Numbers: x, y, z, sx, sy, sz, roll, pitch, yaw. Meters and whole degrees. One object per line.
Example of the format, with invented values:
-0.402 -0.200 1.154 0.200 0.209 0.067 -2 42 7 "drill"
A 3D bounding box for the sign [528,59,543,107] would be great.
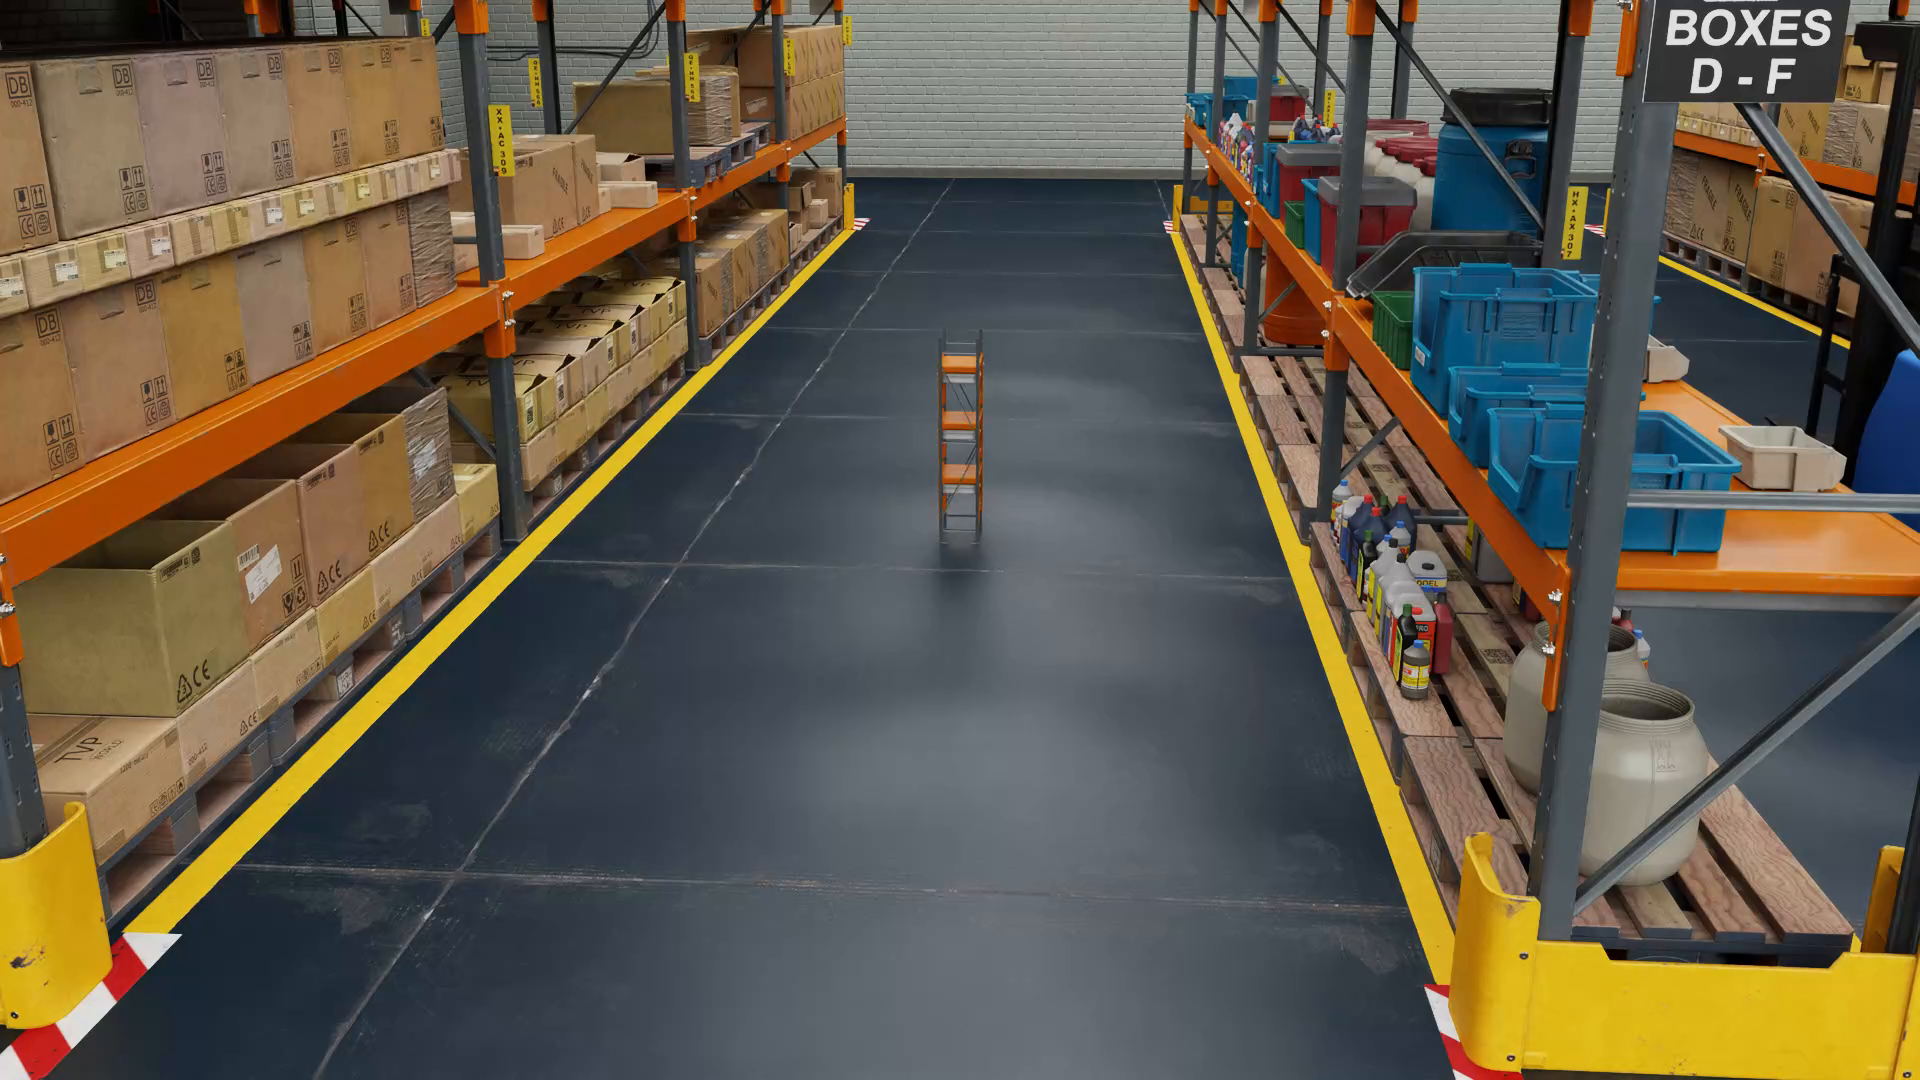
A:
-2.959 -3.199 11.637 0.100 0.325 0.005 1 18 4 "sign"

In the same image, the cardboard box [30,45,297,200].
-2.837 -1.494 5.920 0.700 0.500 0.500 1 18 4 "cardboard box"

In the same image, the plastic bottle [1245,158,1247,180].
2.191 -2.804 12.483 0.097 0.201 0.097 0 18 0 "plastic bottle"

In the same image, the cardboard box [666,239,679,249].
-2.547 -2.155 13.490 0.500 0.500 0.500 1 18 2 "cardboard box"

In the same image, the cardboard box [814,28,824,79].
-1.706 -5.063 17.290 0.500 0.500 0.500 2 18 6 "cardboard box"

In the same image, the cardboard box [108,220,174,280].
-2.692 -0.903 5.161 0.380 0.149 0.250 1 18 3 "cardboard box"

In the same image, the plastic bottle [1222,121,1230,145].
2.352 -3.535 14.599 0.097 0.271 0.097 0 18 0 "plastic bottle"

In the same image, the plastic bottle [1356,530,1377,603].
1.698 0.109 6.930 0.061 0.283 0.133 2 18 6 "plastic bottle"

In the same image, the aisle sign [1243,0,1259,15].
3.394 -6.301 18.662 0.394 0.787 0.004 1 18 4 "aisle sign"

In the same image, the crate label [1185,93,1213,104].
2.751 -4.930 18.824 0.416 0.233 0.303 1 18 4 "crate label"

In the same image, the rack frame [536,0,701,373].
-2.417 -2.677 11.777 1.000 3.000 0.127 1 18 4 "rack frame"

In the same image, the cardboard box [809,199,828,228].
-1.735 -3.596 18.289 0.500 0.250 0.500 1 18 4 "cardboard box"

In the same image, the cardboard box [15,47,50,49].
-7.468 -3.966 13.836 0.500 0.250 0.500 1 18 3 "cardboard box"

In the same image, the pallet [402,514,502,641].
-2.803 0.136 7.669 1.003 0.211 1.213 1 18 4 "pallet"

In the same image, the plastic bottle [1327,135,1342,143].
2.976 -3.065 13.158 0.152 0.276 0.135 1 18 4 "plastic bottle"

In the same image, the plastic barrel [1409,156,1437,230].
2.524 -1.680 8.515 0.433 0.535 0.433 0 18 0 "plastic barrel"

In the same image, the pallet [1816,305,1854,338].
7.685 -1.751 13.428 1.003 0.211 1.213 1 18 4 "pallet"

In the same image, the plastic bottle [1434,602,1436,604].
1.825 0.336 6.369 0.097 0.201 0.097 0 18 0 "plastic bottle"

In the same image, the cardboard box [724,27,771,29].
-2.245 -5.077 17.334 0.500 0.500 0.500 1 18 3 "cardboard box"

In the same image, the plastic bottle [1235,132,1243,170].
2.231 -3.099 13.251 0.061 0.283 0.133 1 18 4 "plastic bottle"

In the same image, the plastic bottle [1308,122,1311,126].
3.078 -3.506 14.505 0.152 0.276 0.135 1 18 4 "plastic bottle"

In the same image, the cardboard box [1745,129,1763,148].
7.445 -3.680 15.240 0.380 0.149 0.250 1 18 4 "cardboard box"

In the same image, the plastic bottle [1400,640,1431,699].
1.644 0.459 5.991 0.097 0.201 0.097 0 18 0 "plastic bottle"

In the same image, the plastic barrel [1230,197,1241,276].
2.754 -2.842 14.974 0.600 0.901 0.708 1 18 4 "plastic barrel"

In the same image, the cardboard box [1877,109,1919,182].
7.327 -2.977 12.532 0.500 0.500 0.500 1 18 2 "cardboard box"

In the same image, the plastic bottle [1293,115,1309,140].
2.913 -3.438 14.176 0.144 0.351 0.185 1 18 4 "plastic bottle"

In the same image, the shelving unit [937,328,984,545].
0.004 -0.516 8.310 0.215 1.050 0.252 1 18 4 "shelving unit"

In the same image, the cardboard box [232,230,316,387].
-2.836 -0.866 6.088 0.700 0.500 0.500 2 18 6 "cardboard box"

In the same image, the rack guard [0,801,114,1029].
-2.992 1.003 4.561 1.175 0.500 0.348 1 18 4 "rack guard"

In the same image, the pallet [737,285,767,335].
-2.236 -1.961 14.069 1.003 0.211 1.213 1 18 4 "pallet"

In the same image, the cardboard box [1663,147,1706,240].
8.006 -3.646 17.472 0.875 0.875 0.875 1 18 4 "cardboard box"

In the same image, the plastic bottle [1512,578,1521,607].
2.337 0.130 6.863 0.061 0.283 0.133 1 18 4 "plastic bottle"

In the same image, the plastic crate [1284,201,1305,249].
2.080 -1.770 9.347 0.450 0.188 0.662 1 18 4 "plastic crate"

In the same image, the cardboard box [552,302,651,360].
-2.279 -1.350 10.568 0.500 0.311 0.500 1 18 4 "cardboard box"

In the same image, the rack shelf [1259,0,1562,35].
2.380 -3.028 9.185 1.077 0.370 4.000 1 18 4 "rack shelf"

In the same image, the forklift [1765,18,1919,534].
4.946 -1.452 8.147 1.130 2.935 3.031 3 18 8 "forklift"

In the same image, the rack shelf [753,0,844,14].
-1.987 -5.624 17.109 1.077 0.370 4.000 1 18 4 "rack shelf"

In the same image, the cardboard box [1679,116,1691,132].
7.573 -4.240 16.948 0.380 0.149 0.250 1 18 3 "cardboard box"

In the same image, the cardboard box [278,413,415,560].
-2.599 -0.225 6.830 0.500 0.500 0.500 1 18 4 "cardboard box"

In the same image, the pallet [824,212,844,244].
-1.905 -3.566 18.966 1.003 0.211 1.213 1 18 4 "pallet"

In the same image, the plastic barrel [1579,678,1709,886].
1.921 0.696 4.804 0.421 0.512 0.421 0 18 0 "plastic barrel"

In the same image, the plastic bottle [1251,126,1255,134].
2.482 -3.323 13.946 0.152 0.276 0.135 1 18 4 "plastic bottle"

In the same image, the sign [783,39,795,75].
-1.577 -4.459 15.353 0.100 0.325 0.005 1 18 4 "sign"

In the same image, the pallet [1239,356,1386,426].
2.429 -1.001 11.138 1.003 0.211 1.213 1 18 4 "pallet"

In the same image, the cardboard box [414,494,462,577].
-2.565 -0.024 7.421 0.500 0.250 0.500 1 18 4 "cardboard box"

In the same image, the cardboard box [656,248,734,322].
-2.068 -1.996 13.006 0.500 0.500 0.500 1 18 2 "cardboard box"

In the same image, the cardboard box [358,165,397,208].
-2.564 -1.462 6.865 0.380 0.149 0.250 1 18 4 "cardboard box"

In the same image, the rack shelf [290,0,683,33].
-2.561 -3.140 9.526 1.077 0.370 4.000 1 18 4 "rack shelf"

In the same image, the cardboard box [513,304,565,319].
-2.816 -1.359 10.594 0.500 0.311 0.500 1 18 2 "cardboard box"

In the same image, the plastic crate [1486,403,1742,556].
1.687 -0.173 4.371 0.499 0.251 0.616 1 18 4 "plastic crate"

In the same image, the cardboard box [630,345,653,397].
-2.284 -1.085 10.659 0.500 0.250 0.500 2 18 5 "cardboard box"

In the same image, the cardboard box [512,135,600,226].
-2.521 -2.203 10.170 0.500 0.500 0.500 0 18 1 "cardboard box"

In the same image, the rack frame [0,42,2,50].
-7.358 -2.787 12.111 1.000 3.000 0.127 1 18 4 "rack frame"

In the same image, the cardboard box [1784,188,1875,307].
7.661 -2.411 13.700 1.225 0.875 0.875 1 18 2 "cardboard box"

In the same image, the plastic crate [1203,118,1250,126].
2.622 -4.059 16.340 0.437 0.125 0.590 1 18 4 "plastic crate"

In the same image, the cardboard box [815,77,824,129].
-1.715 -4.592 17.459 0.500 0.500 0.500 1 18 3 "cardboard box"
